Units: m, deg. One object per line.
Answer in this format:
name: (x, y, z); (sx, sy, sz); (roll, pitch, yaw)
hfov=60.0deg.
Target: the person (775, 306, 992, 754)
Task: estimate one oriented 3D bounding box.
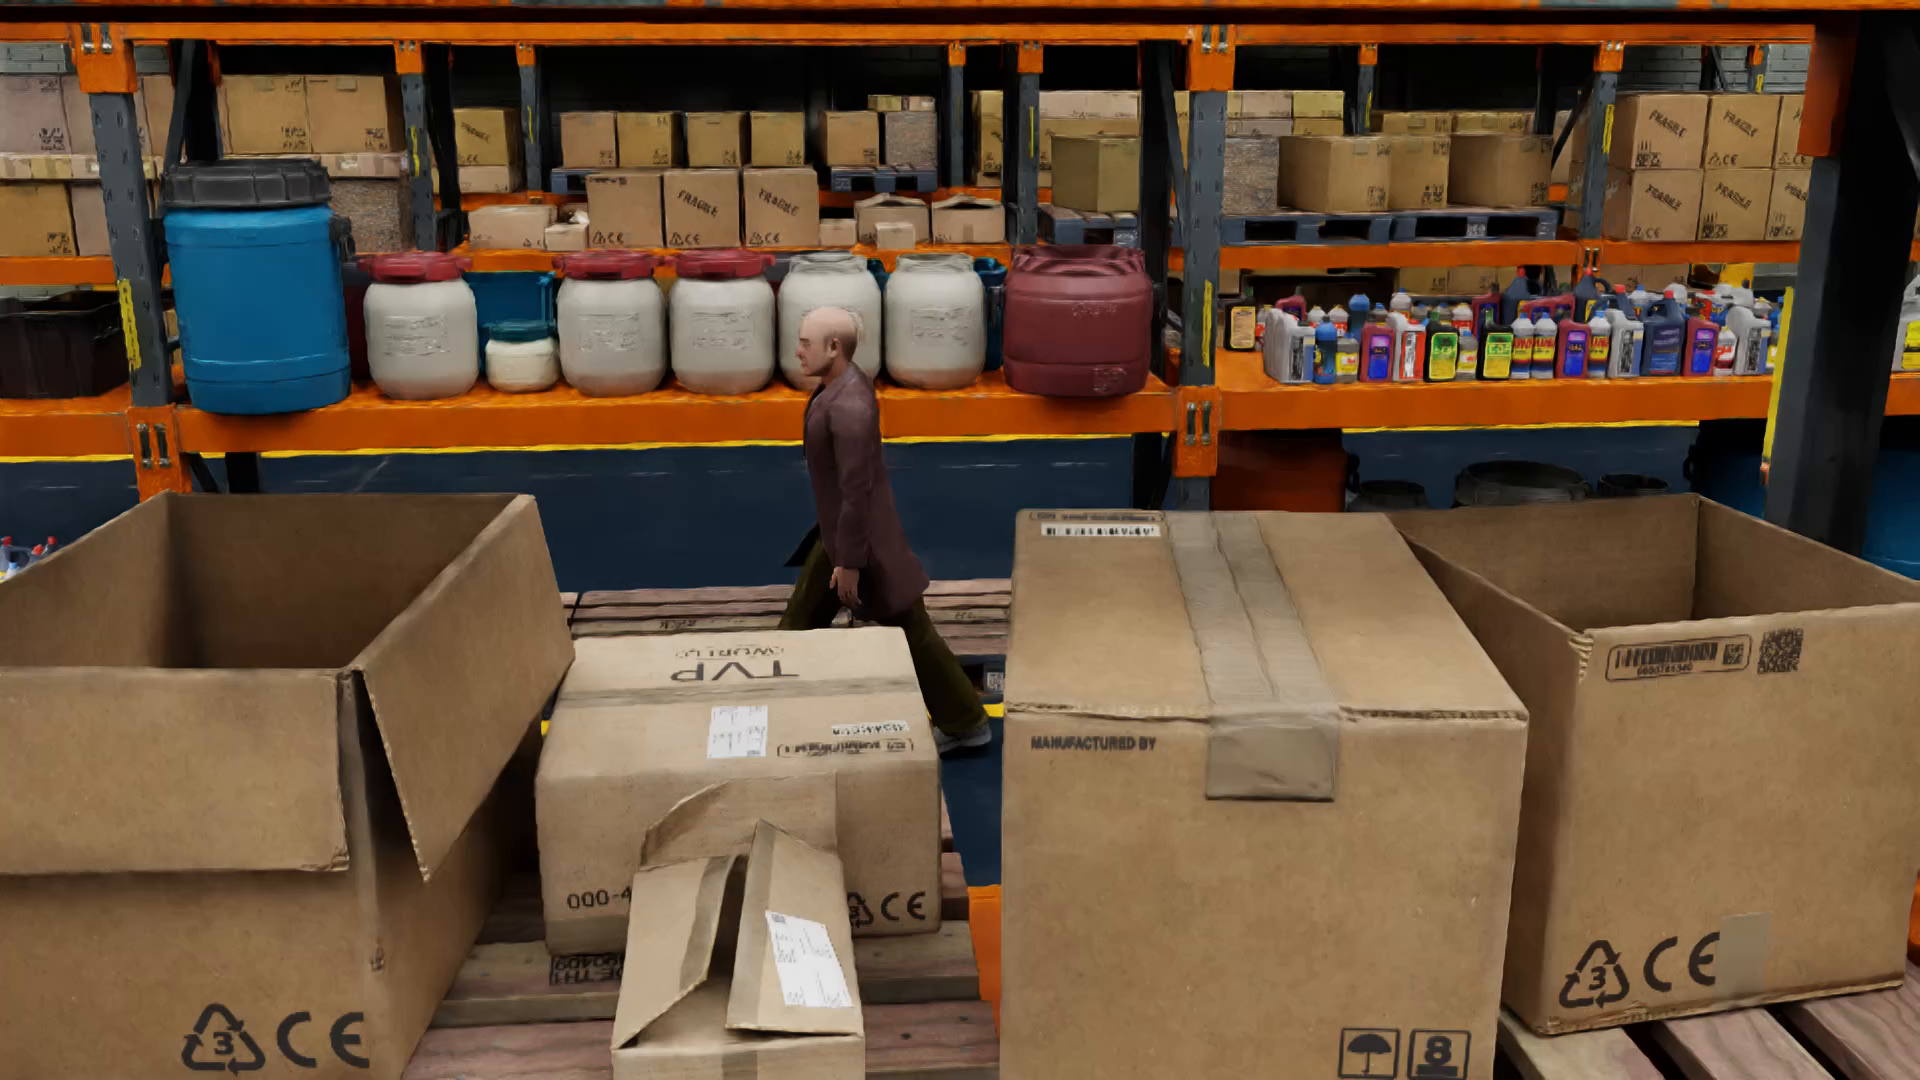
person: (-0.450, -0.011, 6.111); (1.152, 1.701, 0.595); (-3, 17, -10)
